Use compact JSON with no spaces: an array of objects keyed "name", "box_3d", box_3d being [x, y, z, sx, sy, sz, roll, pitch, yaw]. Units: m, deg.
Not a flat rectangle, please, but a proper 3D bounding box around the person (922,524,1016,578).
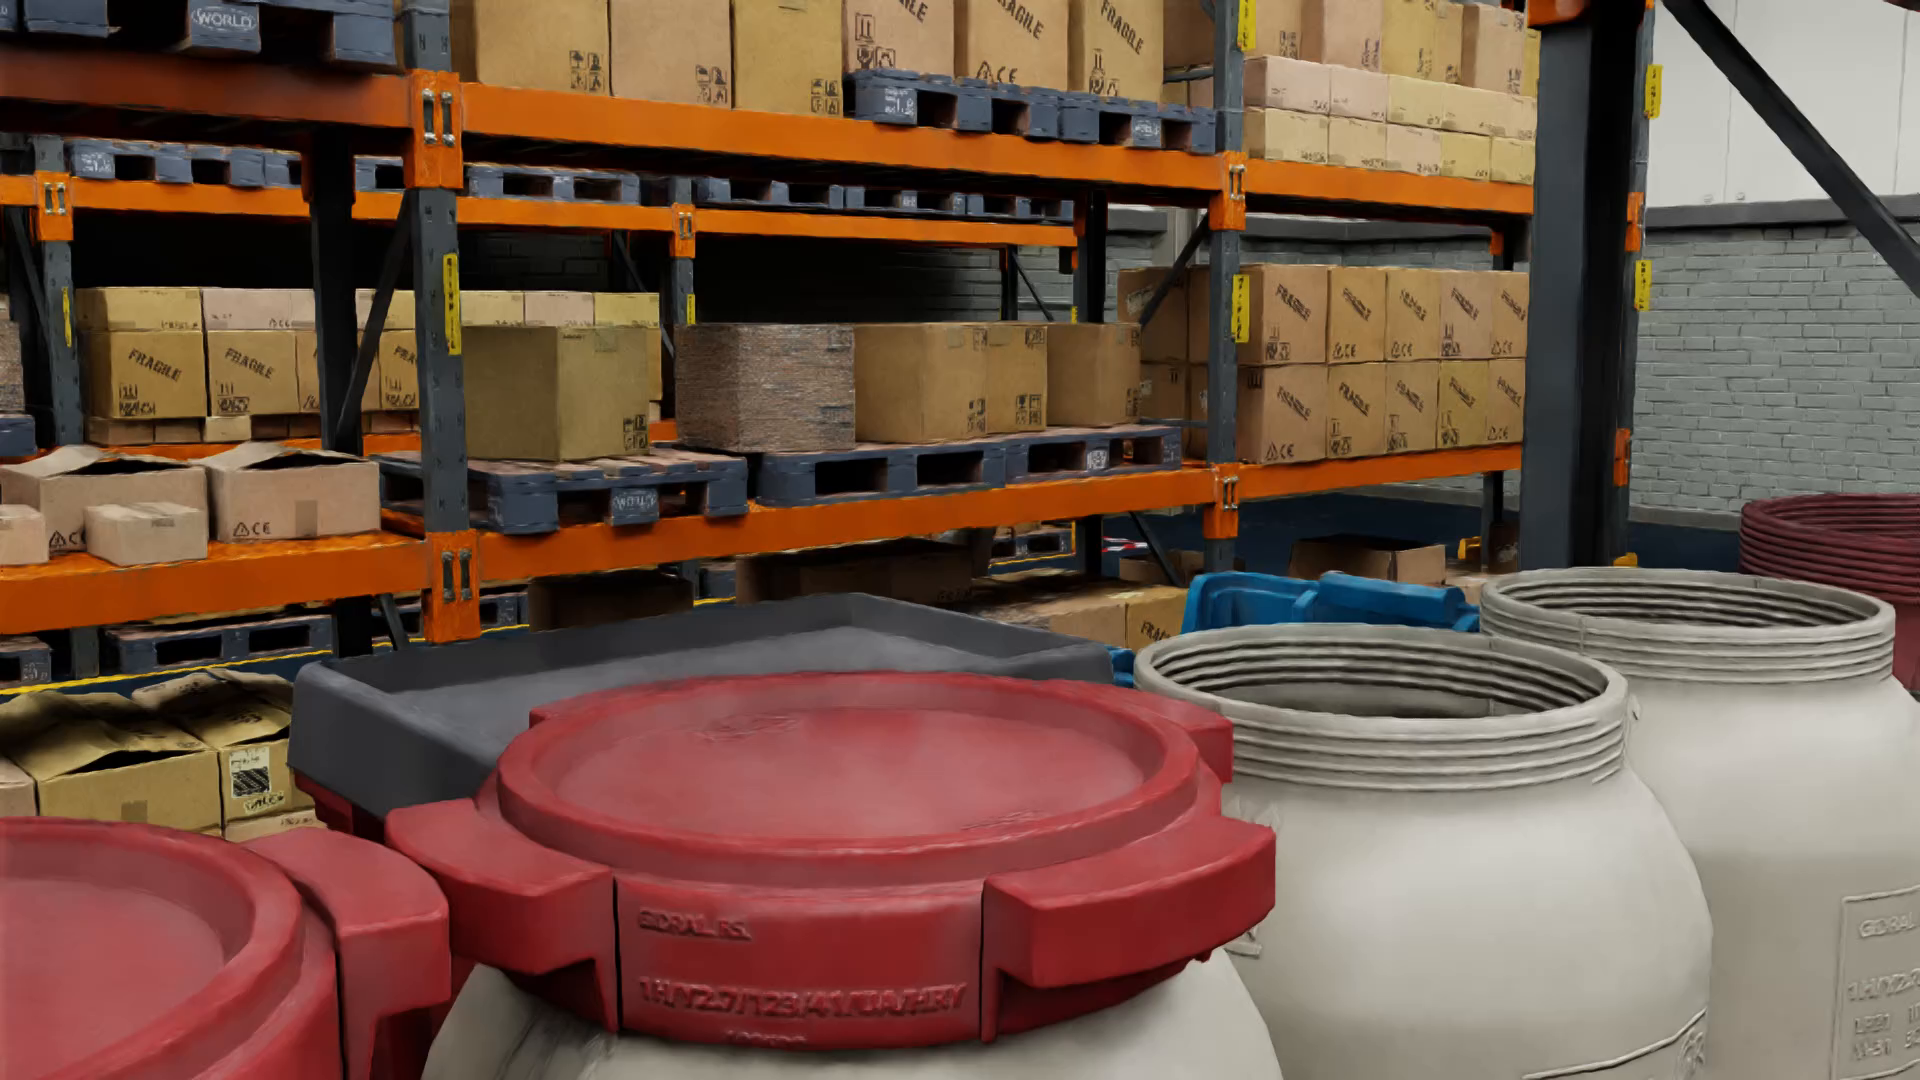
[{"name":"person","box_3d":[0.038,-0.092,9.869,0.601,1.593,0.561,-3,8,-20]}]
